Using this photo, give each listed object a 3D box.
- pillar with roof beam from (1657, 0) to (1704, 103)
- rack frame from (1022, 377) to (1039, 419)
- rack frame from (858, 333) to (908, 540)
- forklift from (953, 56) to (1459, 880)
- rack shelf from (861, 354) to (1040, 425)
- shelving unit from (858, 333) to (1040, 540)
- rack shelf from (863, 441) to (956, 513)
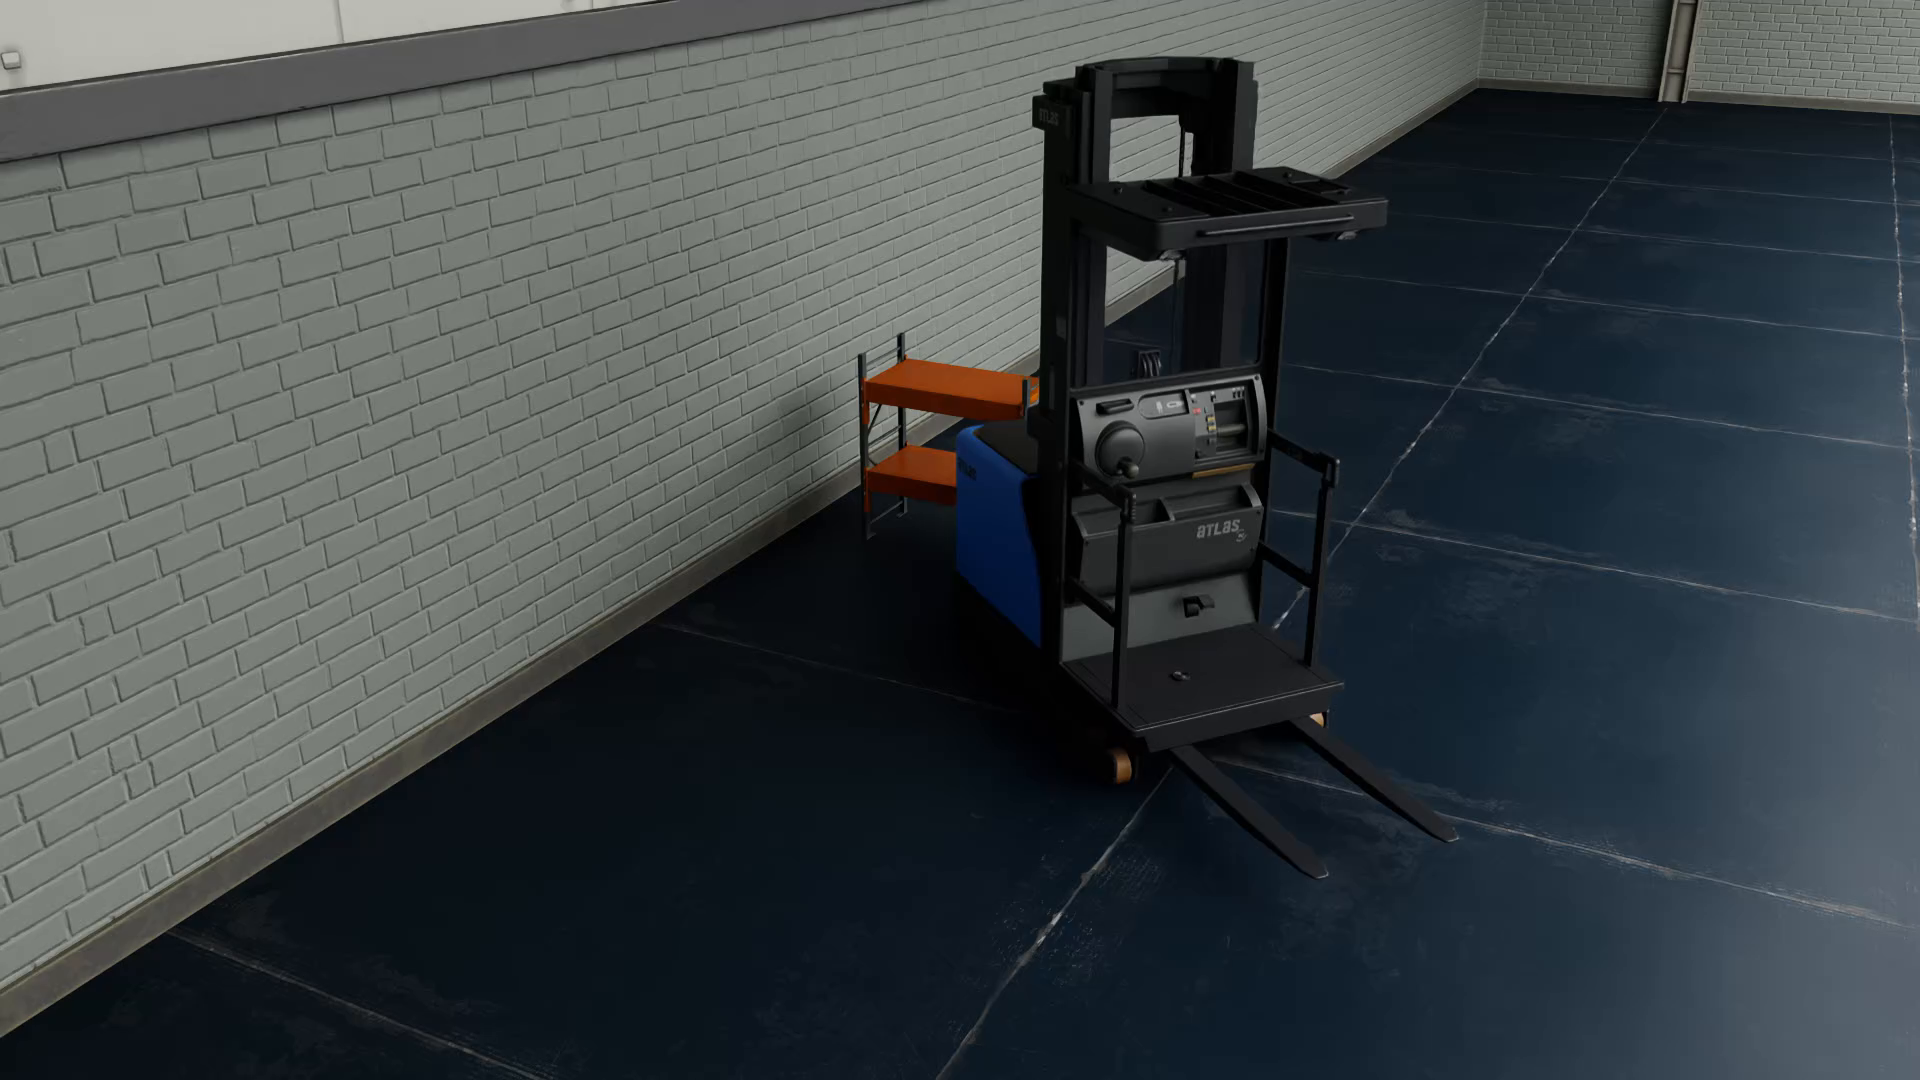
[{"bbox_3d":[9.075,-9.431,20.428,0.400,9.000,9.100,11,25,25],"label":"pillar with roof beam"},{"bbox_3d":[0.460,-0.427,9.316,0.032,1.125,0.500,11,25,25],"label":"rack frame"},{"bbox_3d":[-0.448,-0.606,9.738,0.032,1.125,0.500,11,25,25],"label":"rack frame"},{"bbox_3d":[1.022,-0.474,7.119,1.130,2.935,3.031,-10,25,-22],"label":"forklift"},{"bbox_3d":[0.006,-0.786,9.413,1.000,0.278,0.538,11,25,25],"label":"rack shelf"},{"bbox_3d":[0.006,-0.516,9.527,1.048,1.125,0.538,11,25,25],"label":"shelving unit"},{"bbox_3d":[0.006,-0.291,9.623,1.000,0.278,0.538,11,25,25],"label":"rack shelf"}]
